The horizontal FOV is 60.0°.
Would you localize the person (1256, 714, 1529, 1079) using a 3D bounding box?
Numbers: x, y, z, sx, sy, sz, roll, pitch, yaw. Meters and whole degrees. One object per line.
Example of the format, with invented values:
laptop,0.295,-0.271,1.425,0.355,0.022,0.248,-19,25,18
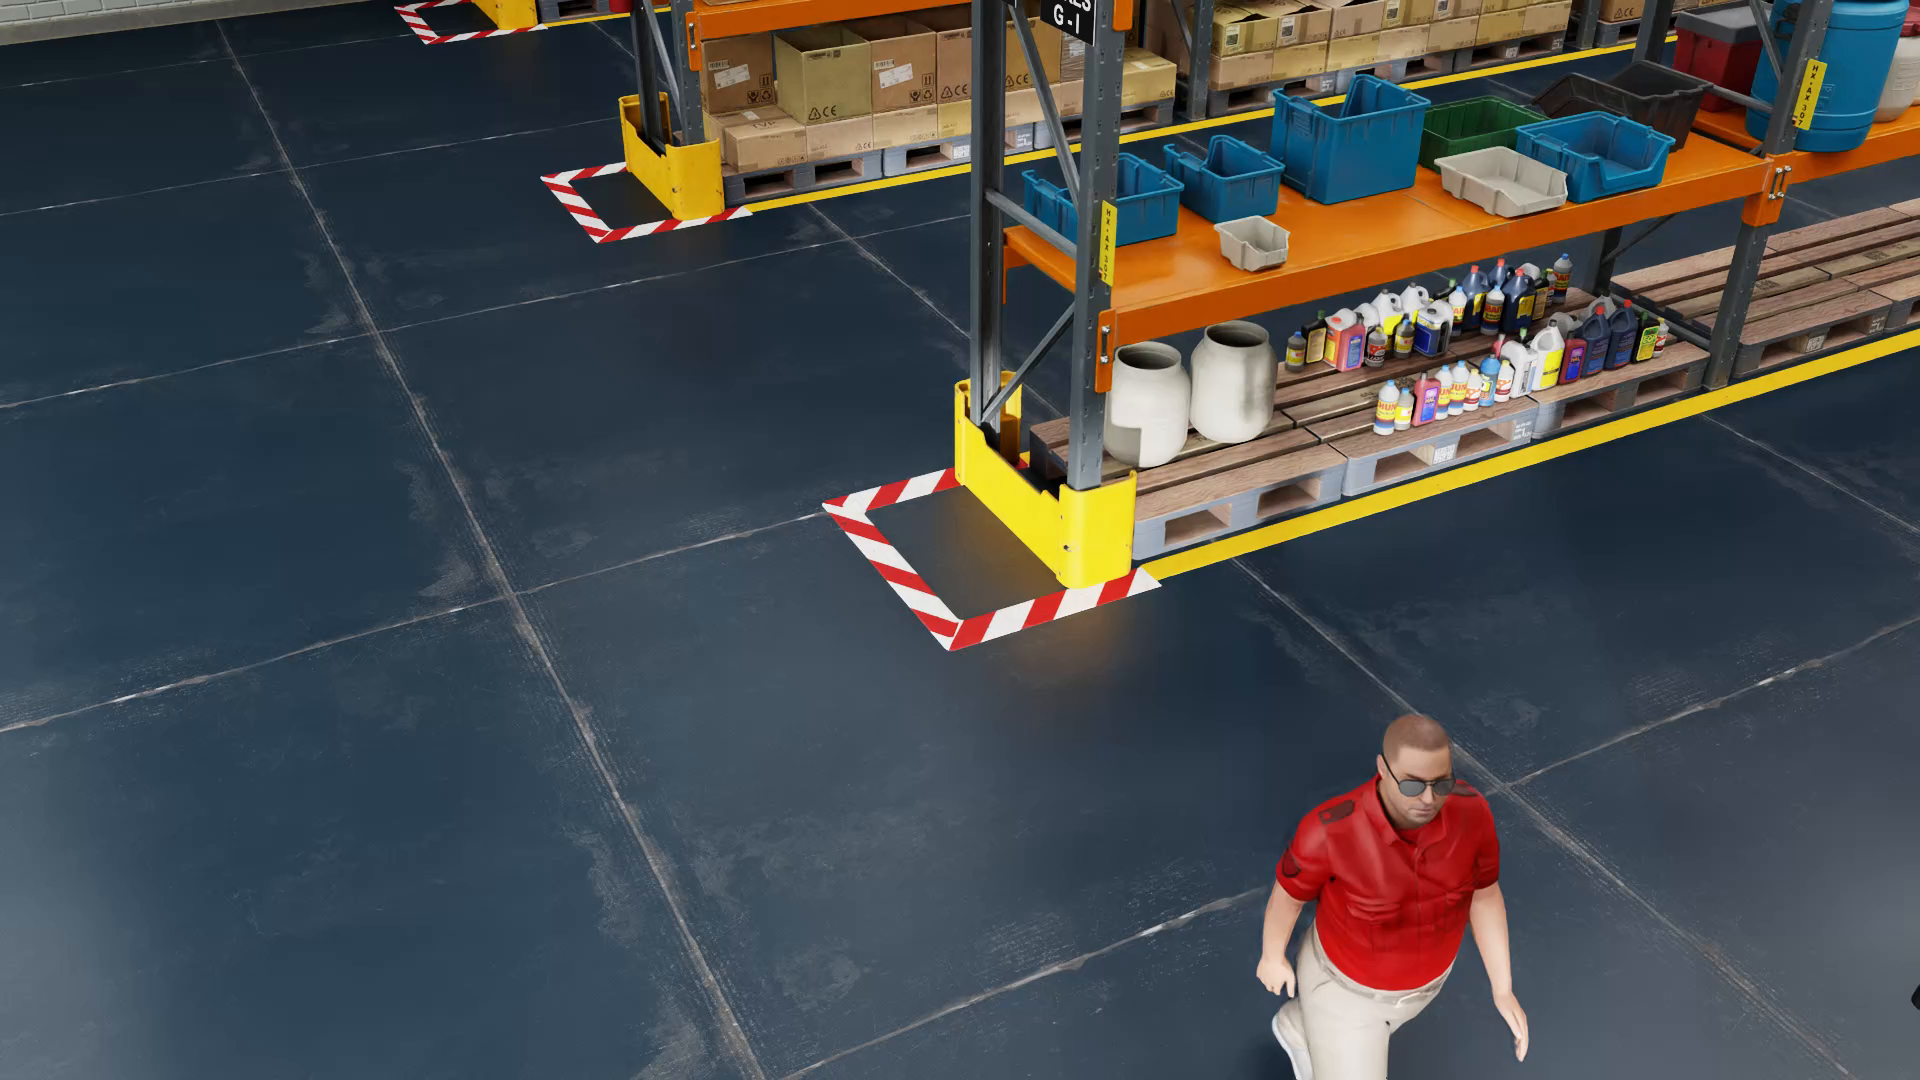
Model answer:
person,1.118,1.147,4.363,0.563,1.664,1.080,-11,34,-16
